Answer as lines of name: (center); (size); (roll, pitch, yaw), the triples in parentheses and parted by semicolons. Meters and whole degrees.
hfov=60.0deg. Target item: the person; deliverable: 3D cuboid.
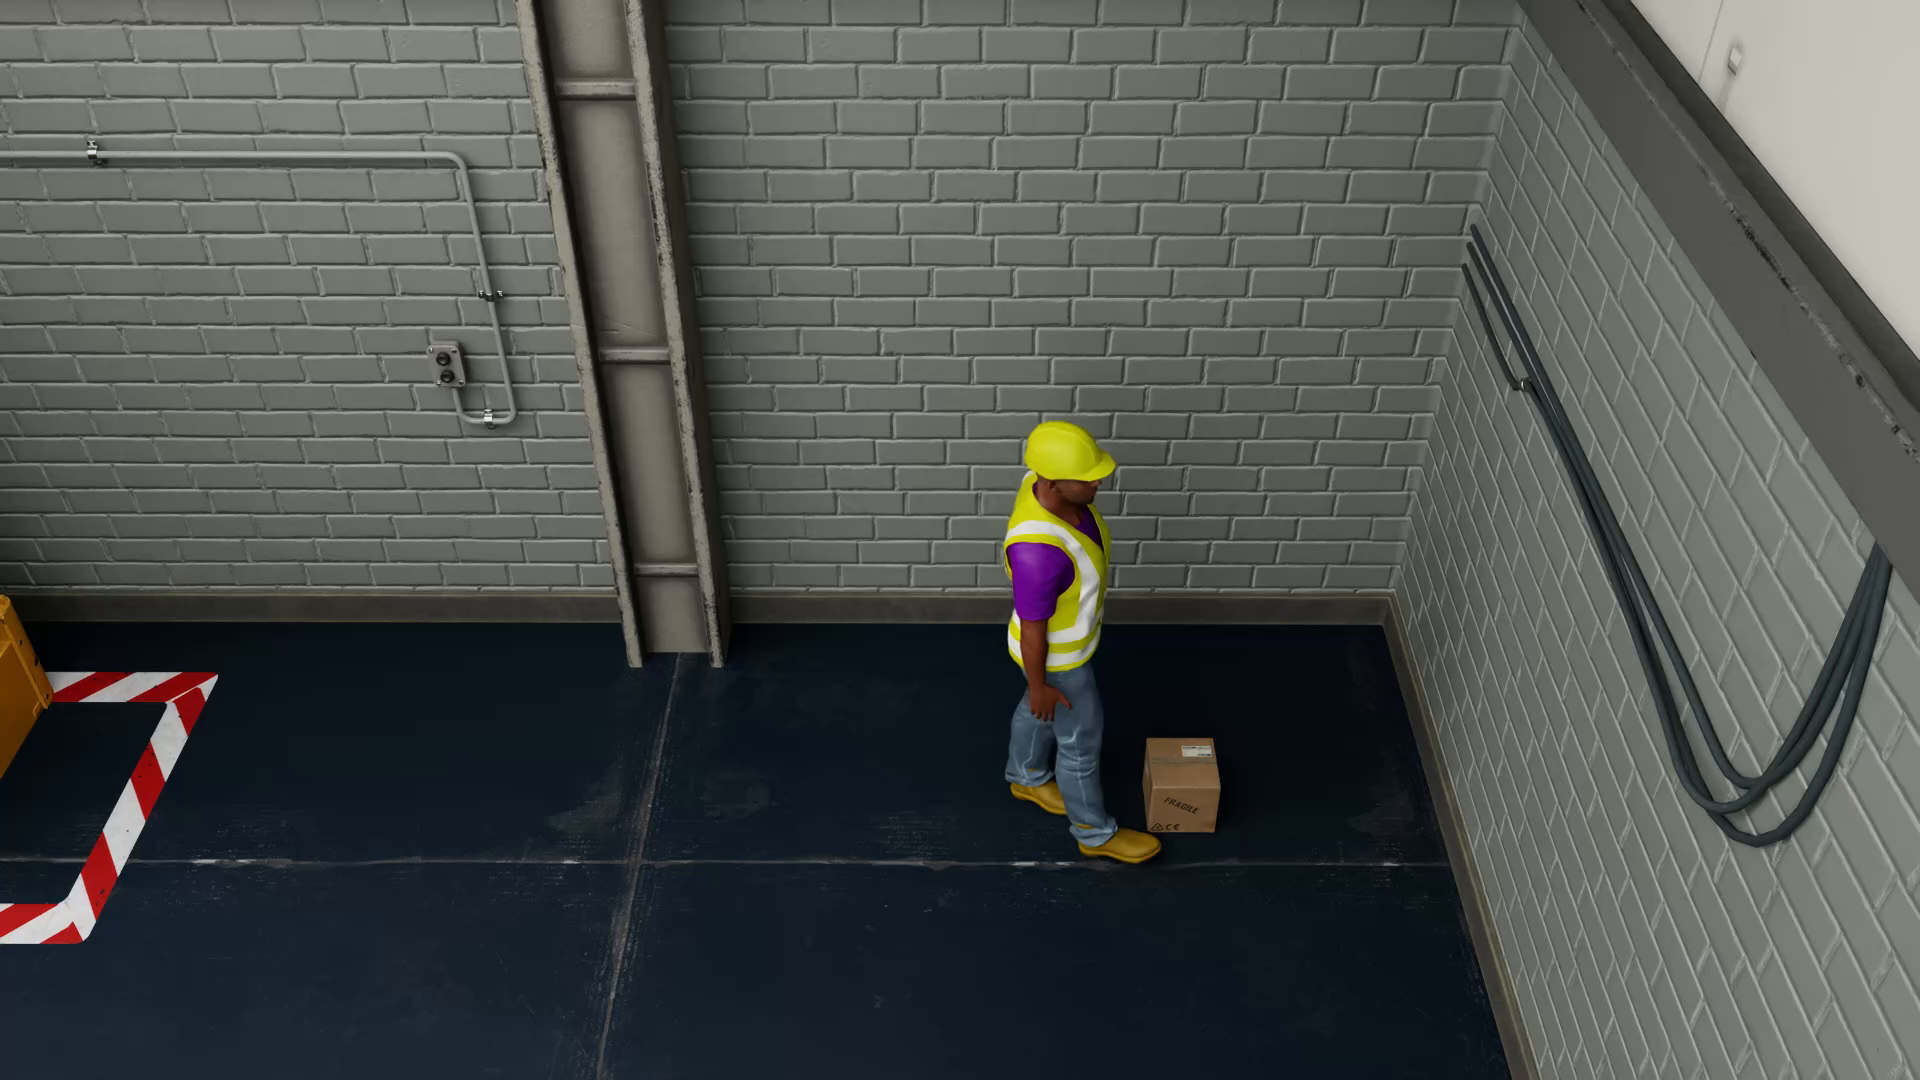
person: (0.461, 0.346, 5.711); (0.617, 1.765, 0.572); (6, 40, 8)
